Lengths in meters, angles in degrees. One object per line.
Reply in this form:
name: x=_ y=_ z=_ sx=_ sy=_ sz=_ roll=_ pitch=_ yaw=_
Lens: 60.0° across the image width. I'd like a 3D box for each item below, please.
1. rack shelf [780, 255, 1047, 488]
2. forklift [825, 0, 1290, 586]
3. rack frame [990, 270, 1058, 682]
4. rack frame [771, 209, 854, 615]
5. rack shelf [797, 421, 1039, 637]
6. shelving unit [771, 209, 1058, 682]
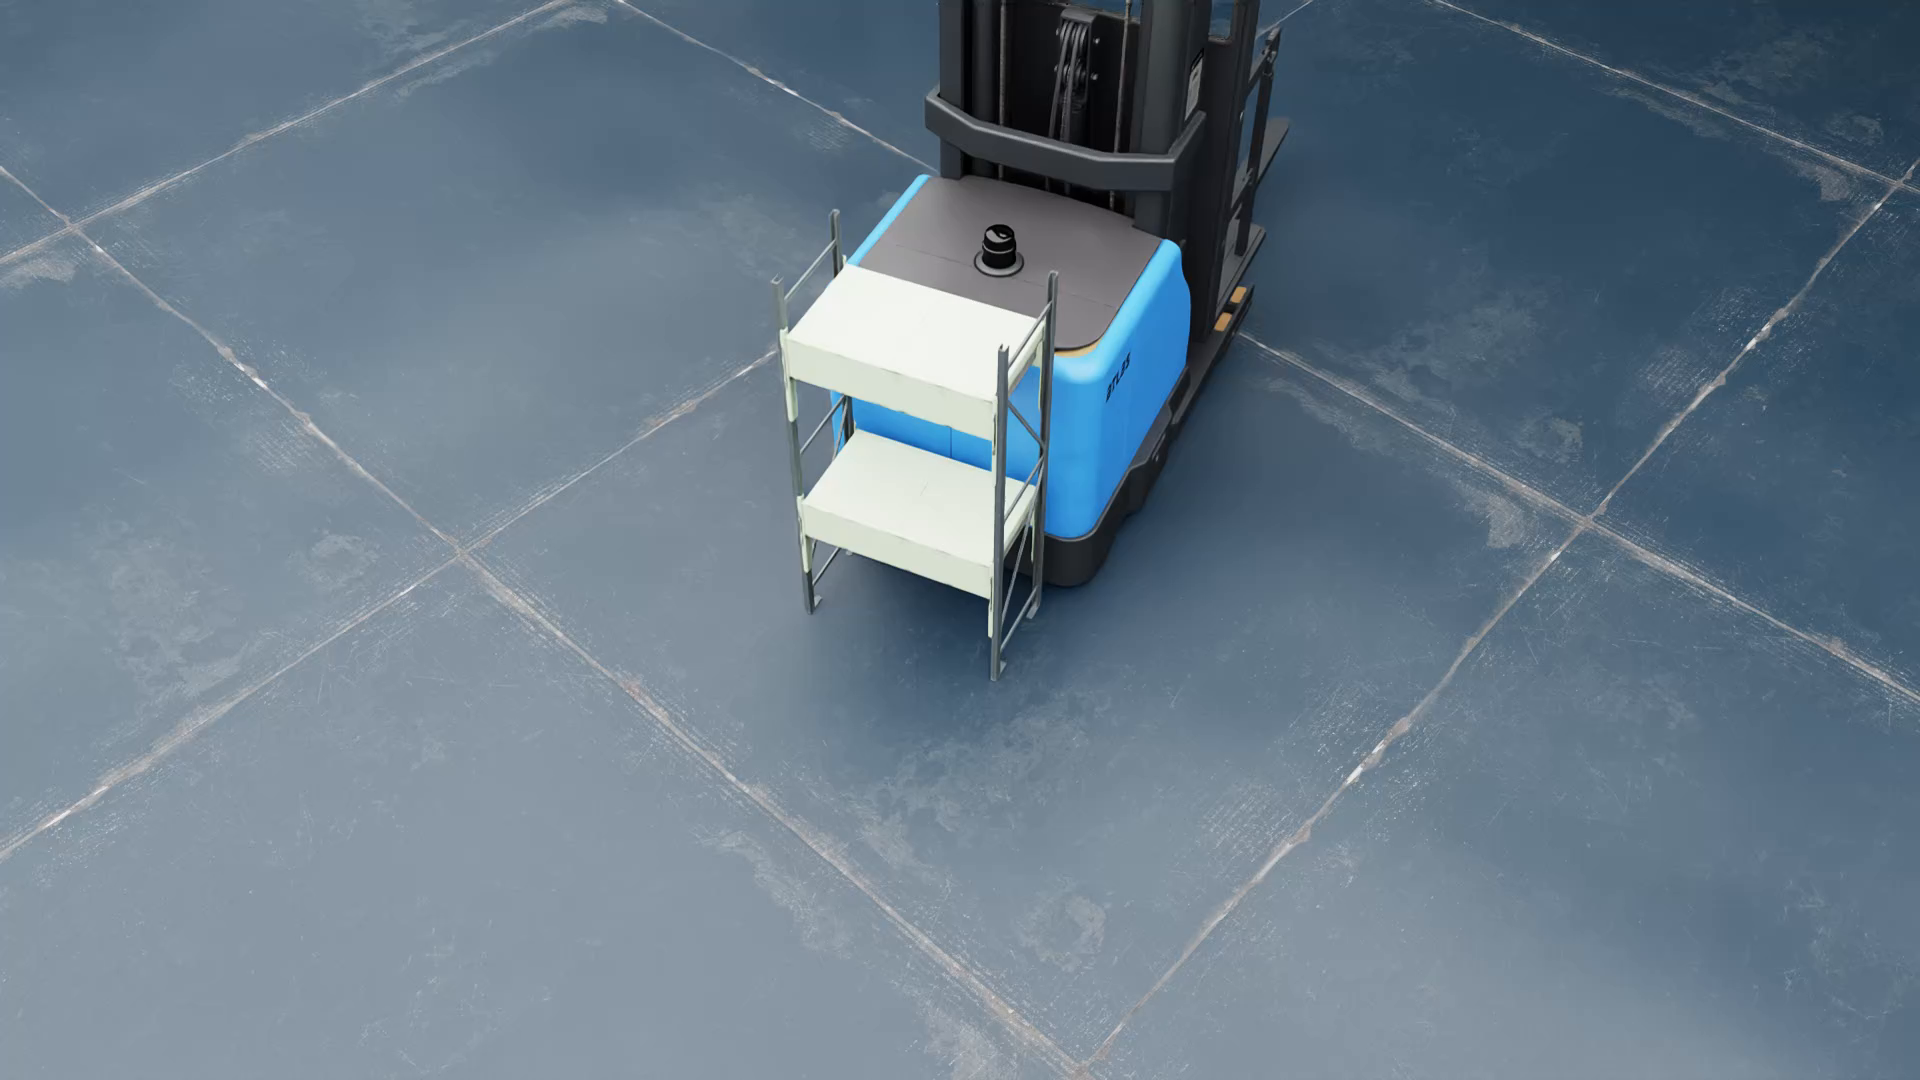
rack shelf: x=-0.133 y=-0.533 z=5.186 sx=0.720 sy=0.370 sz=0.431 roll=19 pitch=50 yaw=17
forklift: x=0.601 y=-1.923 z=6.045 sx=1.130 sy=2.935 sz=3.031 roll=19 pitch=50 yaw=17
rack frame: x=0.200 y=-0.154 z=5.365 sx=0.023 sy=1.500 sz=0.400 roll=19 pitch=50 yaw=17
rack frame: x=-0.465 y=-0.378 z=5.576 sx=0.023 sy=1.500 sz=0.400 roll=19 pitch=50 yaw=17
rack shelf: x=-0.132 y=-0.043 z=5.708 sx=0.720 sy=0.370 sz=0.431 roll=19 pitch=50 yaw=17
shelving unit: x=-0.133 y=-0.266 z=5.470 sx=0.755 sy=1.500 sz=0.431 roll=19 pitch=50 yaw=17
